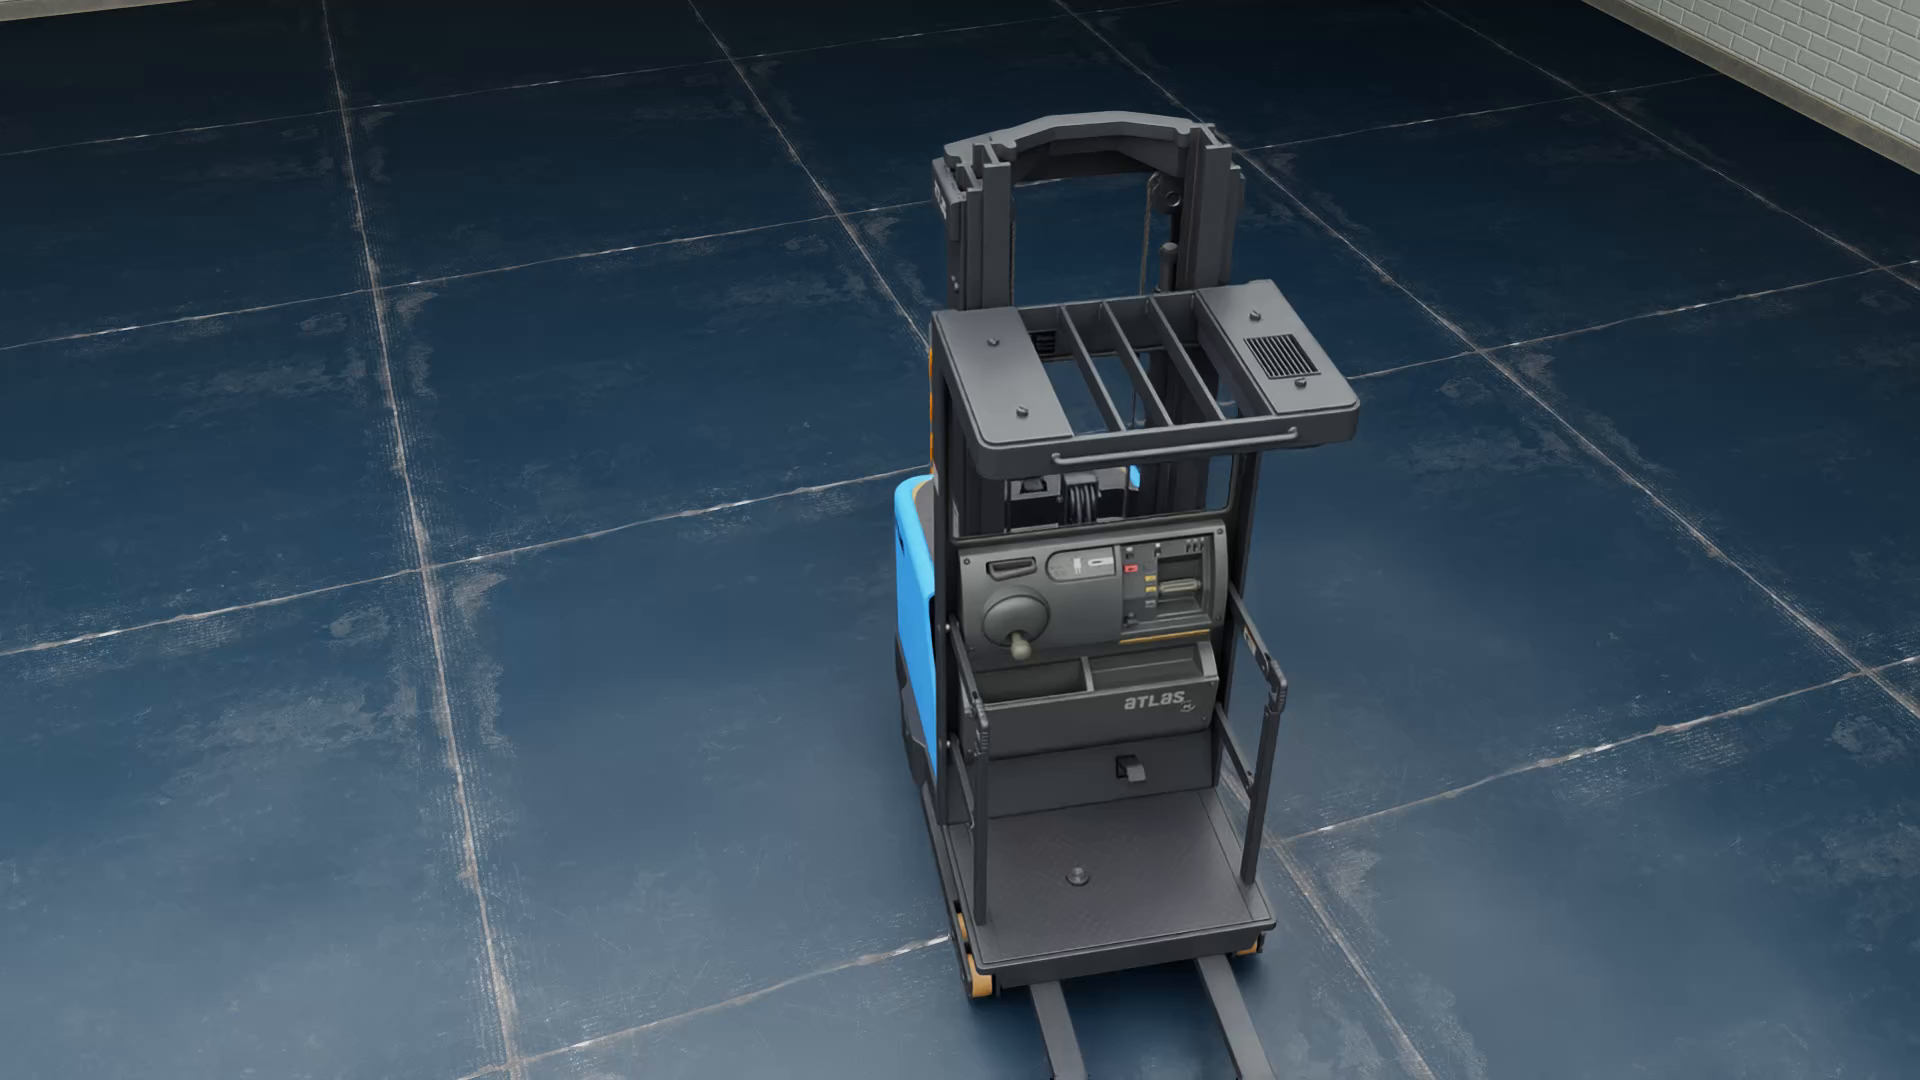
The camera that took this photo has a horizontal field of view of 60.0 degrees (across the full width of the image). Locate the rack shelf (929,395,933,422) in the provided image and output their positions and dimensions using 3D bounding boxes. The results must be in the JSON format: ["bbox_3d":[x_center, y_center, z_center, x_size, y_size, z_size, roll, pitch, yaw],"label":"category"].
[{"bbox_3d":[0.057,-0.511,7.671,0.258,0.148,0.480,-12,39,-16],"label":"rack shelf"}]

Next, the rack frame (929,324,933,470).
[{"bbox_3d":[-0.027,-0.524,7.948,0.240,1.200,0.015,-12,39,-16],"label":"rack frame"}]

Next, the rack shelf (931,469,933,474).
[{"bbox_3d":[0.057,-0.173,7.925,0.258,0.148,0.480,-12,39,-16],"label":"rack shelf"}]

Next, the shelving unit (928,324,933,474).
[{"bbox_3d":[0.057,-0.386,7.765,0.258,1.200,0.503,-12,39,-16],"label":"shelving unit"}]

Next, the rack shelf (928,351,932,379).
[{"bbox_3d":[0.057,-0.700,7.528,0.258,0.148,0.480,-12,39,-16],"label":"rack shelf"}]

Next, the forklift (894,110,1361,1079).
[{"bbox_3d":[0.503,0.245,5.489,1.130,2.935,3.031,-7,38,-9],"label":"forklift"}]

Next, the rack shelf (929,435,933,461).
[{"bbox_3d":[0.057,-0.332,7.805,0.258,0.148,0.480,-12,39,-16],"label":"rack shelf"}]
